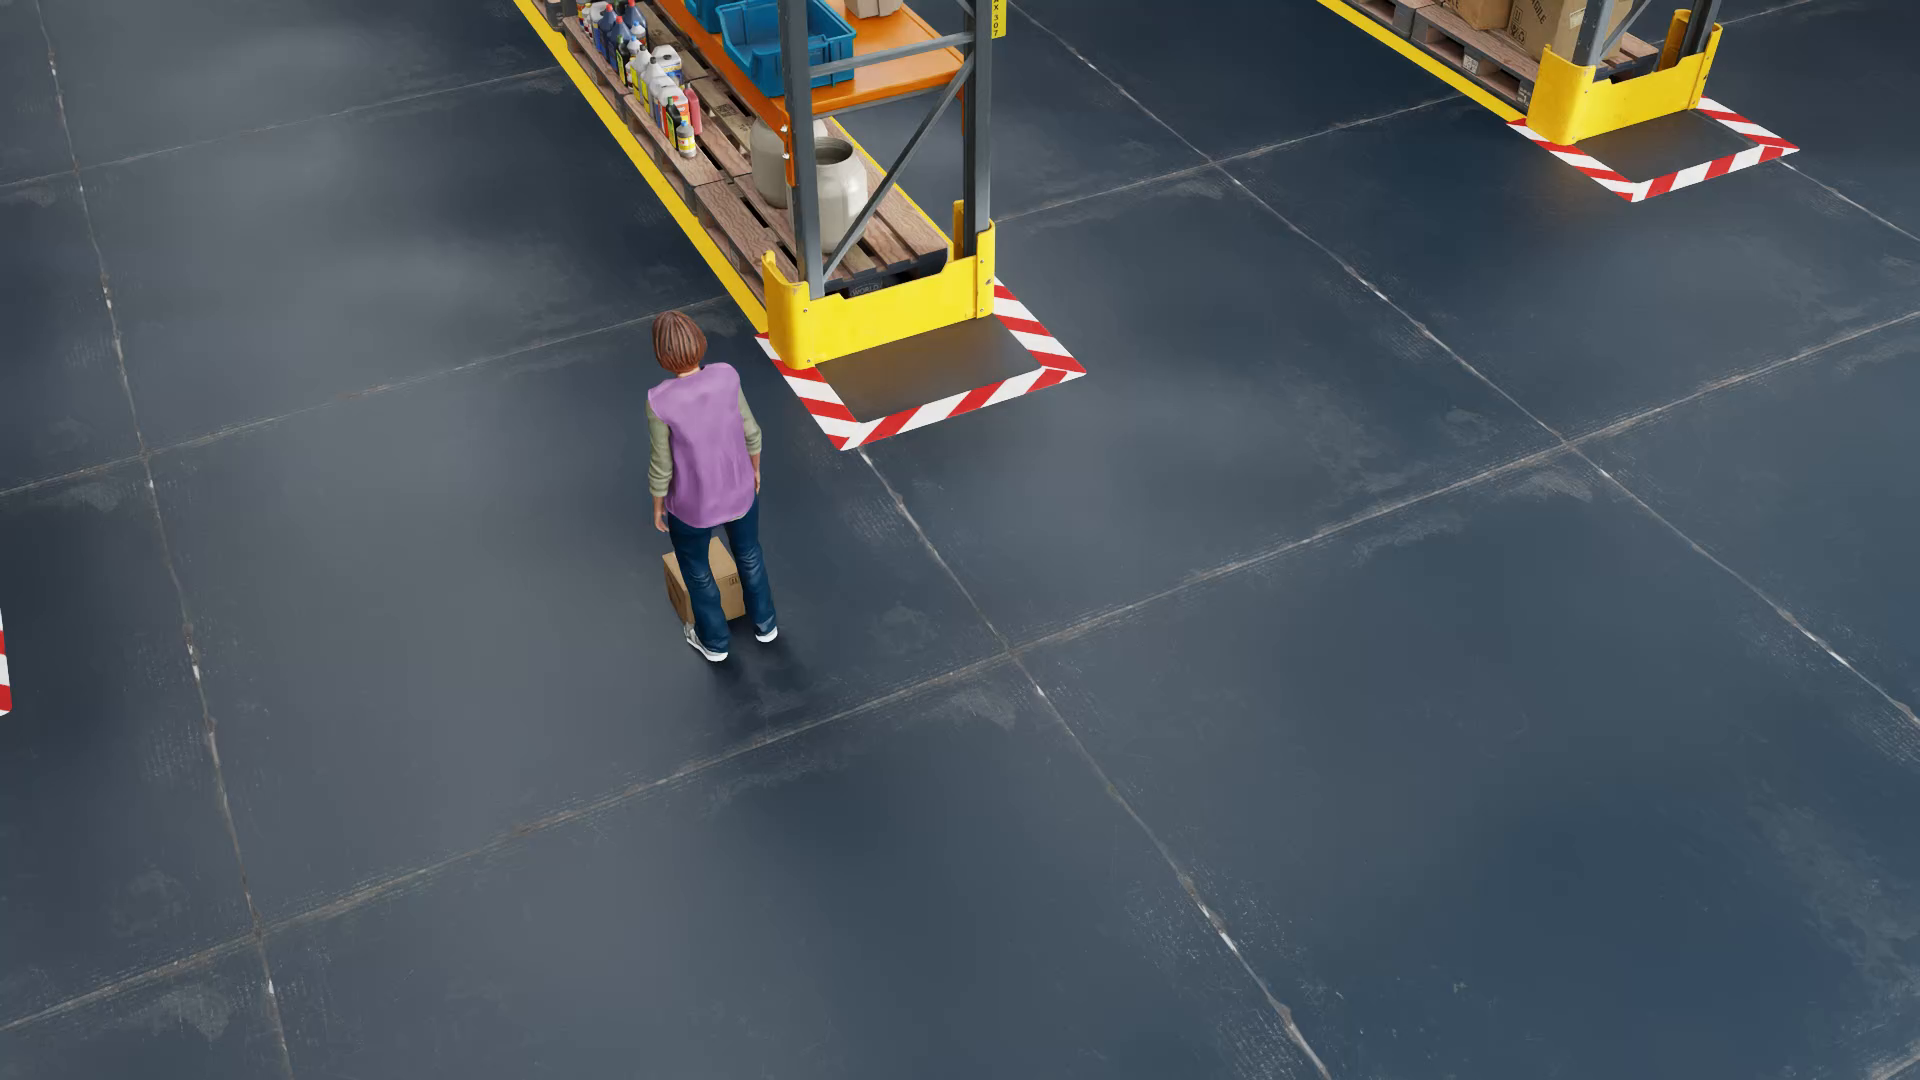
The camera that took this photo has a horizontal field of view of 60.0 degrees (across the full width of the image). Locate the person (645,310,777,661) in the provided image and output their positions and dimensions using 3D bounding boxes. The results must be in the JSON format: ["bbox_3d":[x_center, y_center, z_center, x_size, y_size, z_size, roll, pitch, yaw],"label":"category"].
[{"bbox_3d":[-0.955,-0.173,6.361,0.479,1.592,0.346,-22,46,-22],"label":"person"}]
